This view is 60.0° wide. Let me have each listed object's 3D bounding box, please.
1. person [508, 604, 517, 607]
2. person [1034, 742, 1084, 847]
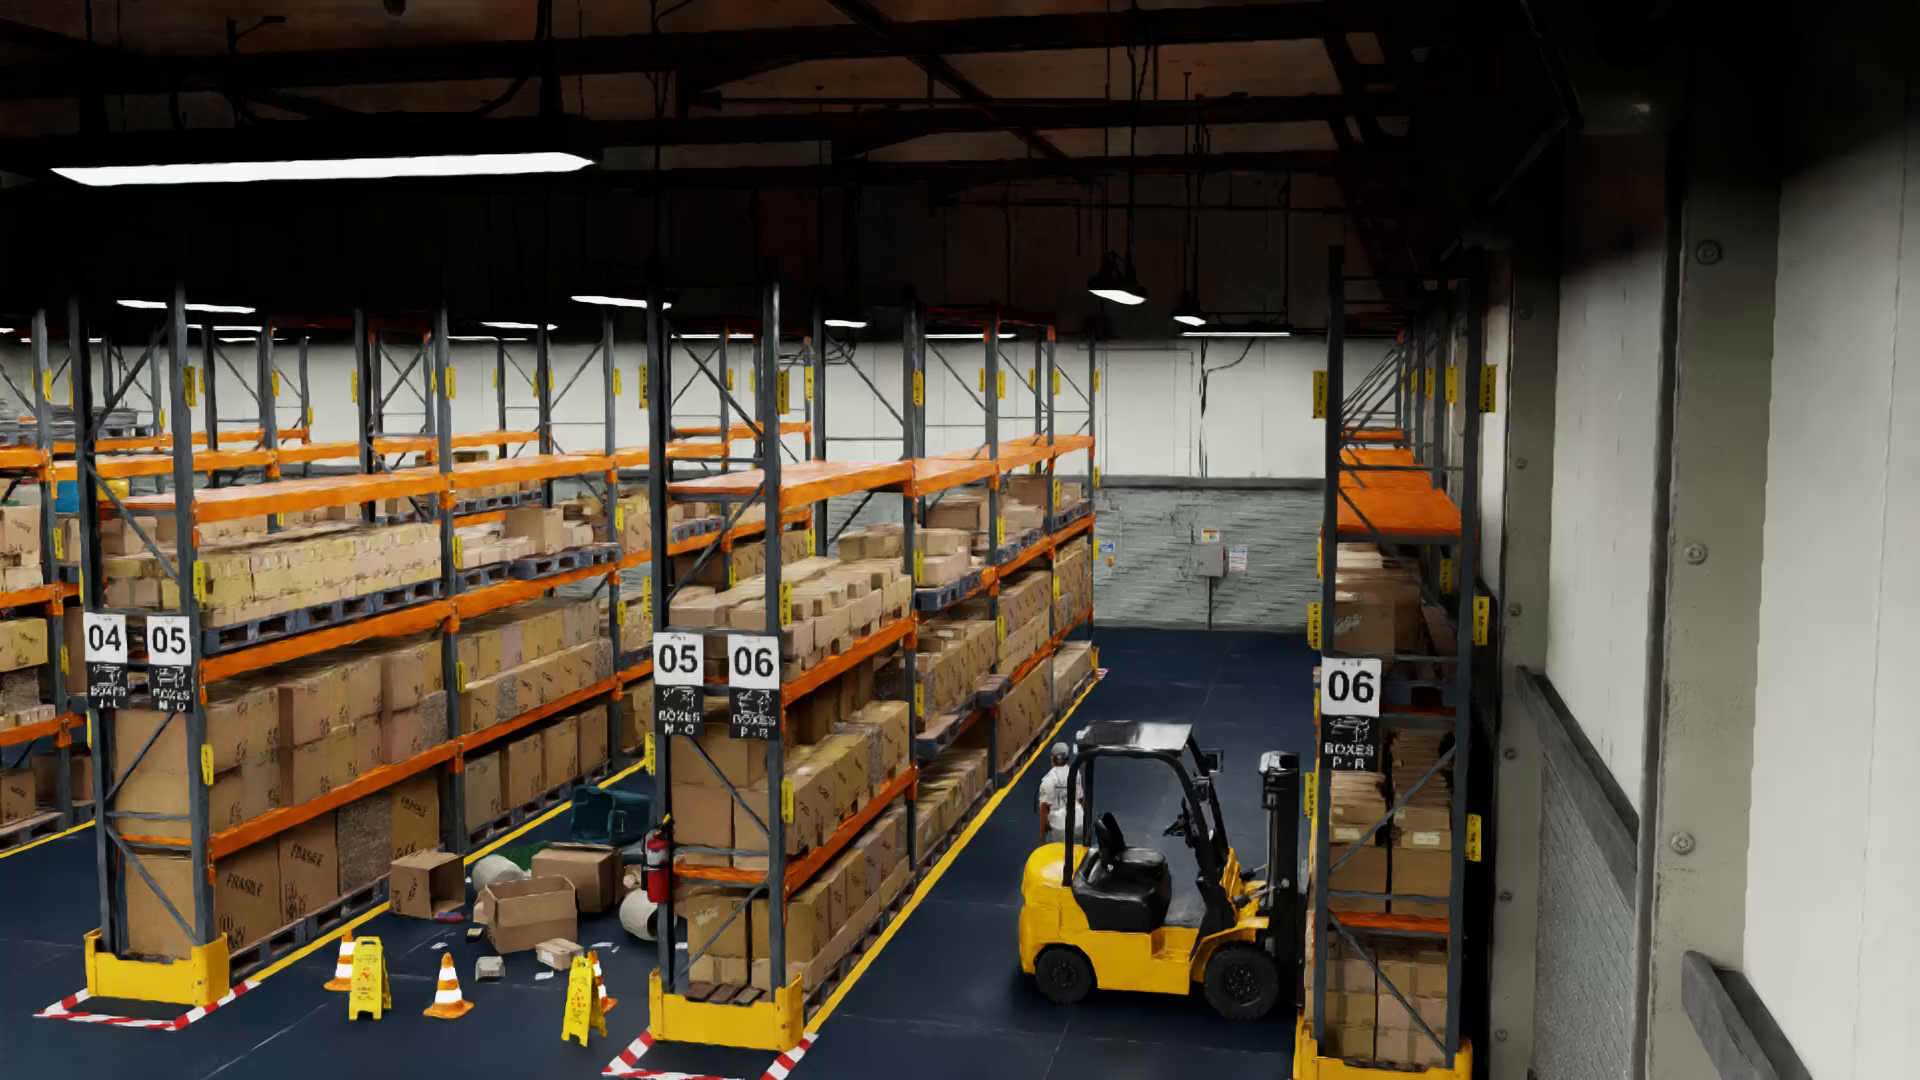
[{"bbox_3d":[-6.997,1.755,26.310,0.566,1.526,0.519,1,6,11],"label":"person"},{"bbox_3d":[0.937,2.736,15.777,0.550,1.659,0.591,6,8,44],"label":"person"}]
